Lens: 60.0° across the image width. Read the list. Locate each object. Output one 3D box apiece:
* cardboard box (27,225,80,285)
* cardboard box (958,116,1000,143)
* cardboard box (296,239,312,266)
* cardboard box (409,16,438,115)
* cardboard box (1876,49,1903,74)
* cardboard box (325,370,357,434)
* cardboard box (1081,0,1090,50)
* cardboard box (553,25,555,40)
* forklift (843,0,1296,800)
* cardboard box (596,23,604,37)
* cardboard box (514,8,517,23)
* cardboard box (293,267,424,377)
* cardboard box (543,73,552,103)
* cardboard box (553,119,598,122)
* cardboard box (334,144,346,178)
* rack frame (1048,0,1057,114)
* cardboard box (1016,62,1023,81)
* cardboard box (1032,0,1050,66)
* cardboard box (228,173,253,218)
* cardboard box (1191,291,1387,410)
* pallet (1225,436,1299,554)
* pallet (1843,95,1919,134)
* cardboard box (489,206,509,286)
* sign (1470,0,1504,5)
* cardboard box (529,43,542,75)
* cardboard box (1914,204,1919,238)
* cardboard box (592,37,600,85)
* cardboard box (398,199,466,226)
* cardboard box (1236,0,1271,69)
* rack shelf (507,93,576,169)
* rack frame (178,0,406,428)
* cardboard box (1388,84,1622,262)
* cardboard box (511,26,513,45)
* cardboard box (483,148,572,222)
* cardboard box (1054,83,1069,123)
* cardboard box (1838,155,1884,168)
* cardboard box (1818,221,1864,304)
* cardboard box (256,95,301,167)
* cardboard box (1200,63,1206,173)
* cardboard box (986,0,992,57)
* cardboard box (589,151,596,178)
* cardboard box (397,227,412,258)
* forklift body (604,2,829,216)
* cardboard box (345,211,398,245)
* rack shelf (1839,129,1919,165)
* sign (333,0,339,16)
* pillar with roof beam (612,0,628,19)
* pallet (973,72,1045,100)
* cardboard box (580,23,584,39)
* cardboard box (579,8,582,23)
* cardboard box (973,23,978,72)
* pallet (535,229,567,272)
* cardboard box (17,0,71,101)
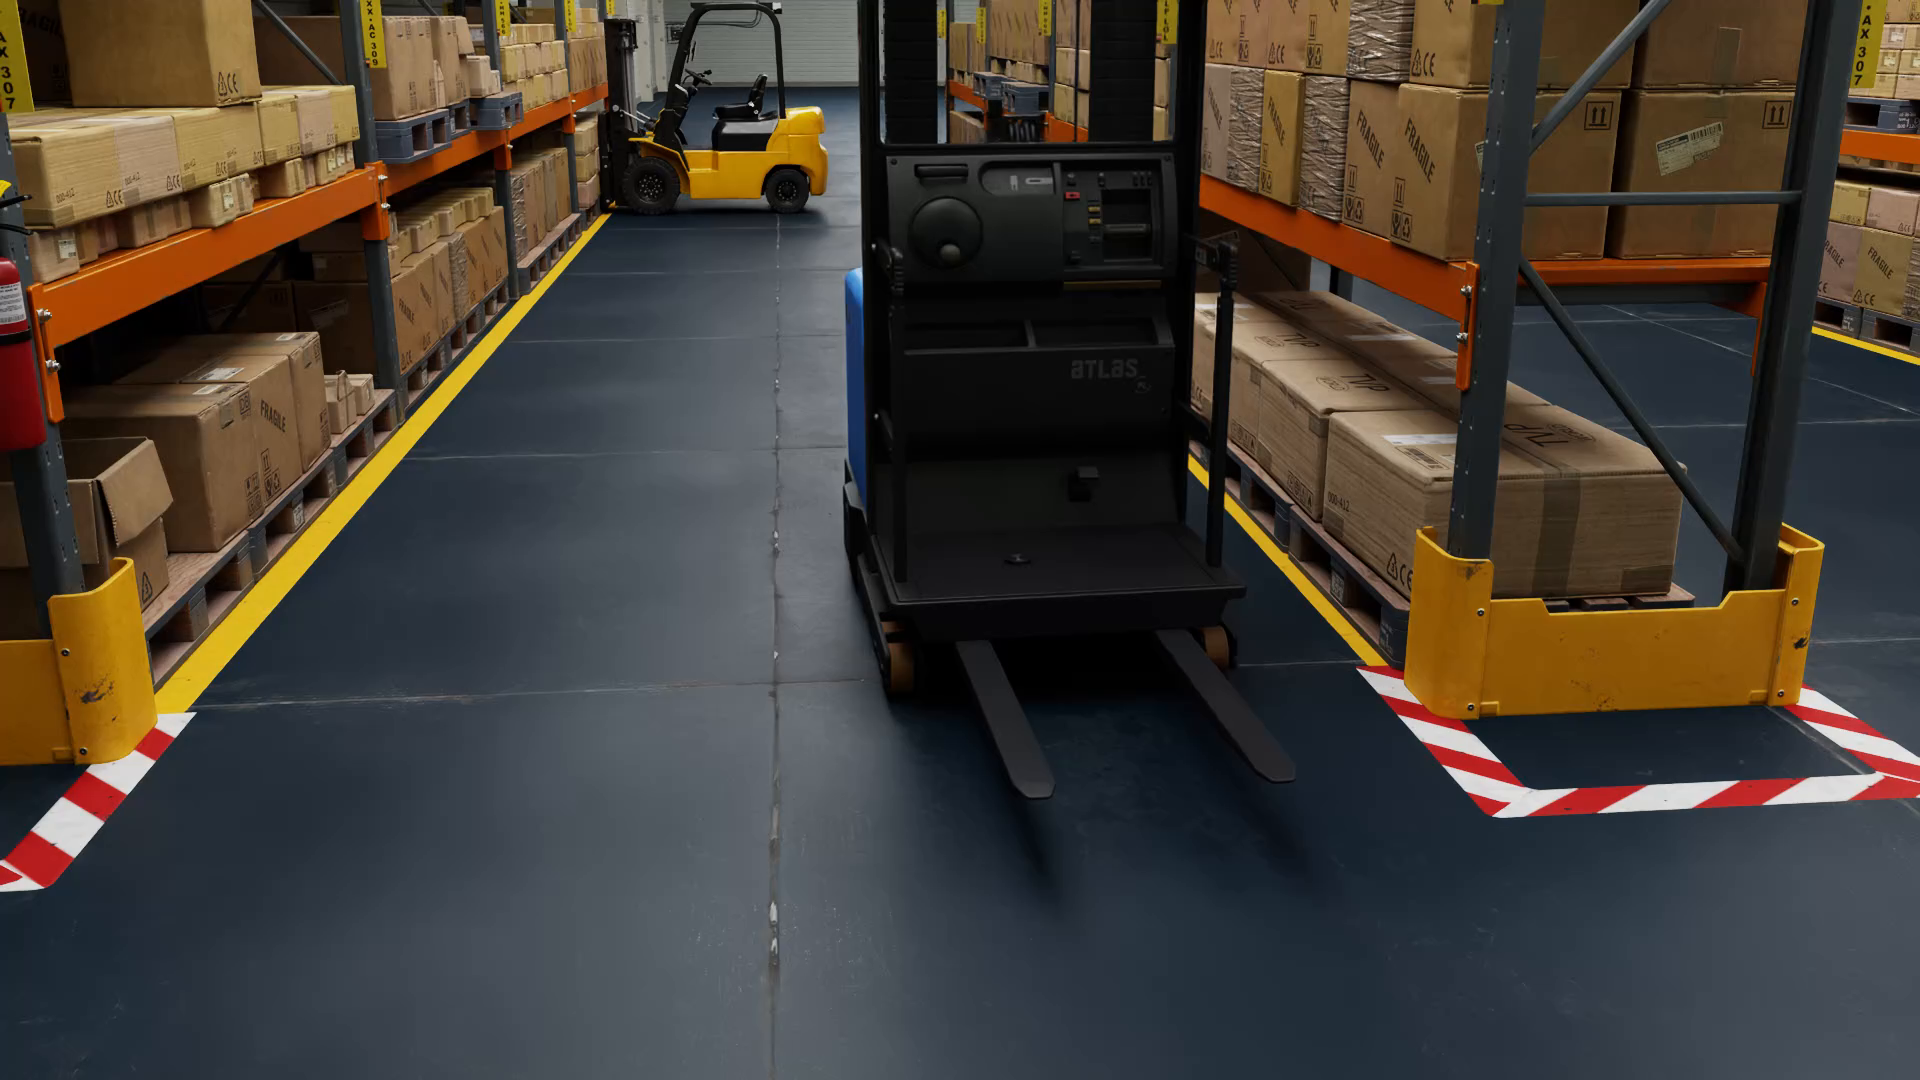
[{"bbox_3d":[-2.711,-0.800,4.638,0.380,0.149,0.250,-2,18,-6],"label":"cardboard box"},{"bbox_3d":[0.250,-4.420,18.387,0.500,0.500,0.500,-1,17,-5],"label":"cardboard box"},{"bbox_3d":[-3.753,-1.574,9.072,0.380,0.149,0.250,-2,17,-5],"label":"cardboard box"},{"bbox_3d":[-3.243,-2.559,8.952,0.700,0.500,0.500,-2,17,-5],"label":"cardboard box"},{"bbox_3d":[6.111,-3.071,10.672,0.380,0.149,0.250,-2,18,-5],"label":"cardboard box"},{"bbox_3d":[-2.976,-0.638,7.566,0.396,0.266,0.258,-1,17,-4],"label":"cardboard box"},{"bbox_3d":[1.068,-3.420,10.727,0.500,0.500,0.500,-1,17,-4],"label":"cardboard box"},{"bbox_3d":[-3.931,-4.651,15.235,0.380,0.149,0.250,-1,17,-4],"label":"cardboard box"},{"bbox_3d":[0.266,-1.033,5.073,1.130,2.935,3.031,-3,18,-8],"label":"forklift"},{"bbox_3d":[-4.230,-5.768,18.793,0.380,0.149,0.250,-1,17,-5],"label":"cardboard box"},{"bbox_3d":[-4.546,-5.129,16.258,0.380,0.149,0.250,-2,18,-6],"label":"cardboard box"},{"bbox_3d":[-3.188,-1.164,8.850,0.500,0.500,0.500,-1,17,-3],"label":"cardboard box"},{"bbox_3d":[-3.797,-3.877,14.269,0.500,0.250,0.500,-2,18,-5],"label":"cardboard box"},{"bbox_3d":[-4.077,-4.366,17.795,0.500,0.250,0.500,-2,18,-7],"label":"cardboard box"},{"bbox_3d":[-3.030,-1.722,7.573,0.380,0.149,0.250,-1,17,-4],"label":"cardboard box"},{"bbox_3d":[1.162,-3.352,12.346,1.000,3.000,0.127,-2,18,-6],"label":"rack frame"},{"bbox_3d":[0.664,-3.831,13.590,0.380,0.149,0.250,-1,17,-5],"label":"cardboard box"},{"bbox_3d":[0.839,-3.869,12.627,0.500,0.500,0.500,-2,18,-7],"label":"cardboard box"},{"bbox_3d":[-2.842,-1.264,6.114,0.380,0.149,0.250,-1,17,-4],"label":"cardboard box"},{"bbox_3d":[1.533,-0.948,8.264,0.875,0.438,0.875,-2,18,-6],"label":"cardboard box"},{"bbox_3d":[1.704,-0.236,7.078,1.003,0.211,1.213,-2,18,-6],"label":"pallet"},{"bbox_3d":[6.320,-2.855,11.083,1.003,0.211,1.213,-2,18,-6],"label":"pallet"},{"bbox_3d":[-3.517,-2.086,11.785,0.500,0.500,0.500,-1,17,-4],"label":"cardboard box"},{"bbox_3d":[1.446,-1.621,4.505,0.100,0.325,0.005,-2,18,-6],"label":"sign"},{"bbox_3d":[-3.742,-3.961,13.703,0.500,0.250,0.500,-2,17,-5],"label":"cardboard box"},{"bbox_3d":[6.159,-1.923,10.014,0.500,0.250,0.500,-2,18,-7],"label":"cardboard box"},{"bbox_3d":[-4.191,-5.183,18.010,0.500,0.500,0.500,-2,18,-7],"label":"cardboard box"},{"bbox_3d":[-3.448,-2.135,10.859,0.380,0.149,0.250,-1,17,-4],"label":"cardboard box"},{"bbox_3d":[1.470,-2.232,6.942,0.500,0.500,0.500,-1,17,-5],"label":"cardboard box"},{"bbox_3d":[-3.981,-3.450,13.860,1.077,0.370,4.000,-2,18,-6],"label":"rack shelf"},{"bbox_3d":[-3.362,-2.006,8.058,1.000,3.000,0.127,-2,18,-6],"label":"rack frame"},{"bbox_3d":[1.674,-1.152,5.171,0.500,0.500,0.500,-2,18,-5],"label":"cardboard box"},{"bbox_3d":[-3.596,-3.814,12.568,0.380,0.149,0.250,-1,17,-4],"label":"cardboard box"},{"bbox_3d":[-4.122,-3.301,15.449,0.875,0.625,0.625,-1,17,-3],"label":"cardboard box"},{"bbox_3d":[0.962,-3.127,11.879,0.500,0.250,0.500,-2,18,-7],"label":"cardboard box"},{"bbox_3d":[10.396,-4.331,18.936,0.500,0.500,0.500,-3,18,-11],"label":"cardboard box"},{"bbox_3d":[6.060,-1.869,11.096,0.500,0.500,0.500,-2,18,-7],"label":"cardboard box"},{"bbox_3d":[-2.962,-1.634,6.628,0.500,0.250,0.500,-2,18,-6],"label":"cardboard box"},{"bbox_3d":[1.363,-2.060,8.064,0.500,0.500,0.500,-1,17,-4],"label":"cardboard box"},{"bbox_3d":[0.513,-4.785,15.546,0.500,0.500,0.500,-1,17,-4],"label":"cardboard box"},{"bbox_3d":[-3.984,-3.820,16.891,0.500,0.250,0.500,-2,18,-6],"label":"cardboard box"},{"bbox_3d":[-3.320,-1.675,9.395,0.380,0.149,0.250,-2,18,-7],"label":"cardboard box"},{"bbox_3d":[-2.590,-4.667,17.953,2.313,2.155,1.214,-2,18,-6],"label":"forklift body"},{"bbox_3d":[-3.209,-1.656,8.836,0.380,0.149,0.250,-3,18,-8],"label":"cardboard box"},{"bbox_3d":[6.281,-2.596,11.139,1.077,0.370,4.000,-2,18,-6],"label":"rack shelf"},{"bbox_3d":[-4.327,-3.732,11.623,0.100,0.325,0.005,-2,18,-6],"label":"sign"},{"bbox_3d":[-2.999,-13.704,35.303,9.100,9.000,0.400,-2,18,-6],"label":"pillar with roof beam"},{"bbox_3d":[0.684,-4.220,15.431,1.003,0.211,1.213,-2,18,-6],"label":"pallet"},{"bbox_3d":[-4.019,-5.157,16.847,0.380,0.149,0.250,-2,18,-6],"label":"cardboard box"},{"bbox_3d":[-4.189,-5.523,17.515,0.380,0.149,0.250,-2,17,-5],"label":"cardboard box"},{"bbox_3d":[0.396,-5.011,16.967,0.500,0.500,0.500,-1,17,-4],"label":"cardboard box"},{"bbox_3d":[-3.944,-2.476,14.212,1.003,0.211,1.213,-2,18,-6],"label":"pallet"},{"bbox_3d":[-3.473,-1.982,6.484,0.500,0.500,0.500,-2,18,-7],"label":"cardboard box"}]
